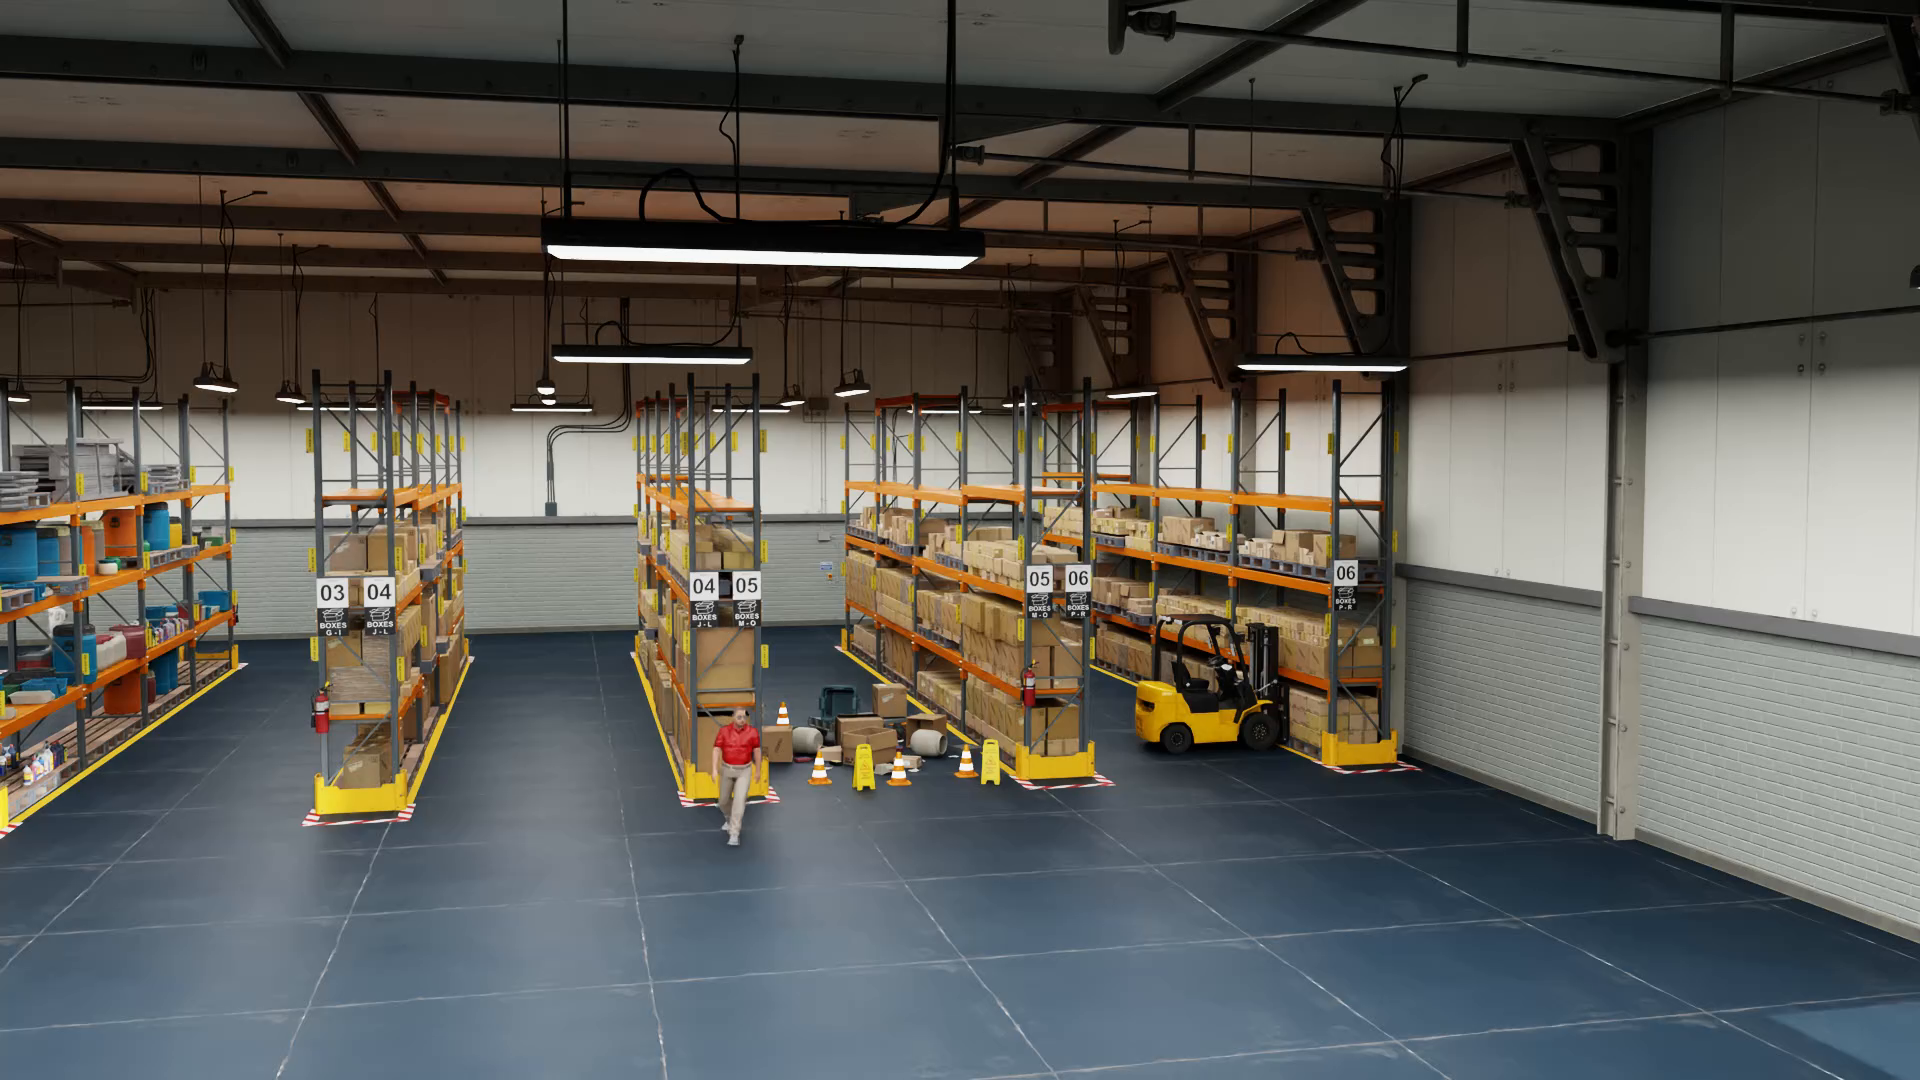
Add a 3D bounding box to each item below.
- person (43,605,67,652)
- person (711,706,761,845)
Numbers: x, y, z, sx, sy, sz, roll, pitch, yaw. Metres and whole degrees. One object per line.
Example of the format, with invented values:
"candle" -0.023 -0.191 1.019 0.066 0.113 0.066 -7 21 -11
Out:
"person" -20.295 2.002 37.256 0.653 1.669 0.469 -1 3 -18
"person" -2.828 2.942 21.030 0.618 1.684 0.960 0 3 -5
